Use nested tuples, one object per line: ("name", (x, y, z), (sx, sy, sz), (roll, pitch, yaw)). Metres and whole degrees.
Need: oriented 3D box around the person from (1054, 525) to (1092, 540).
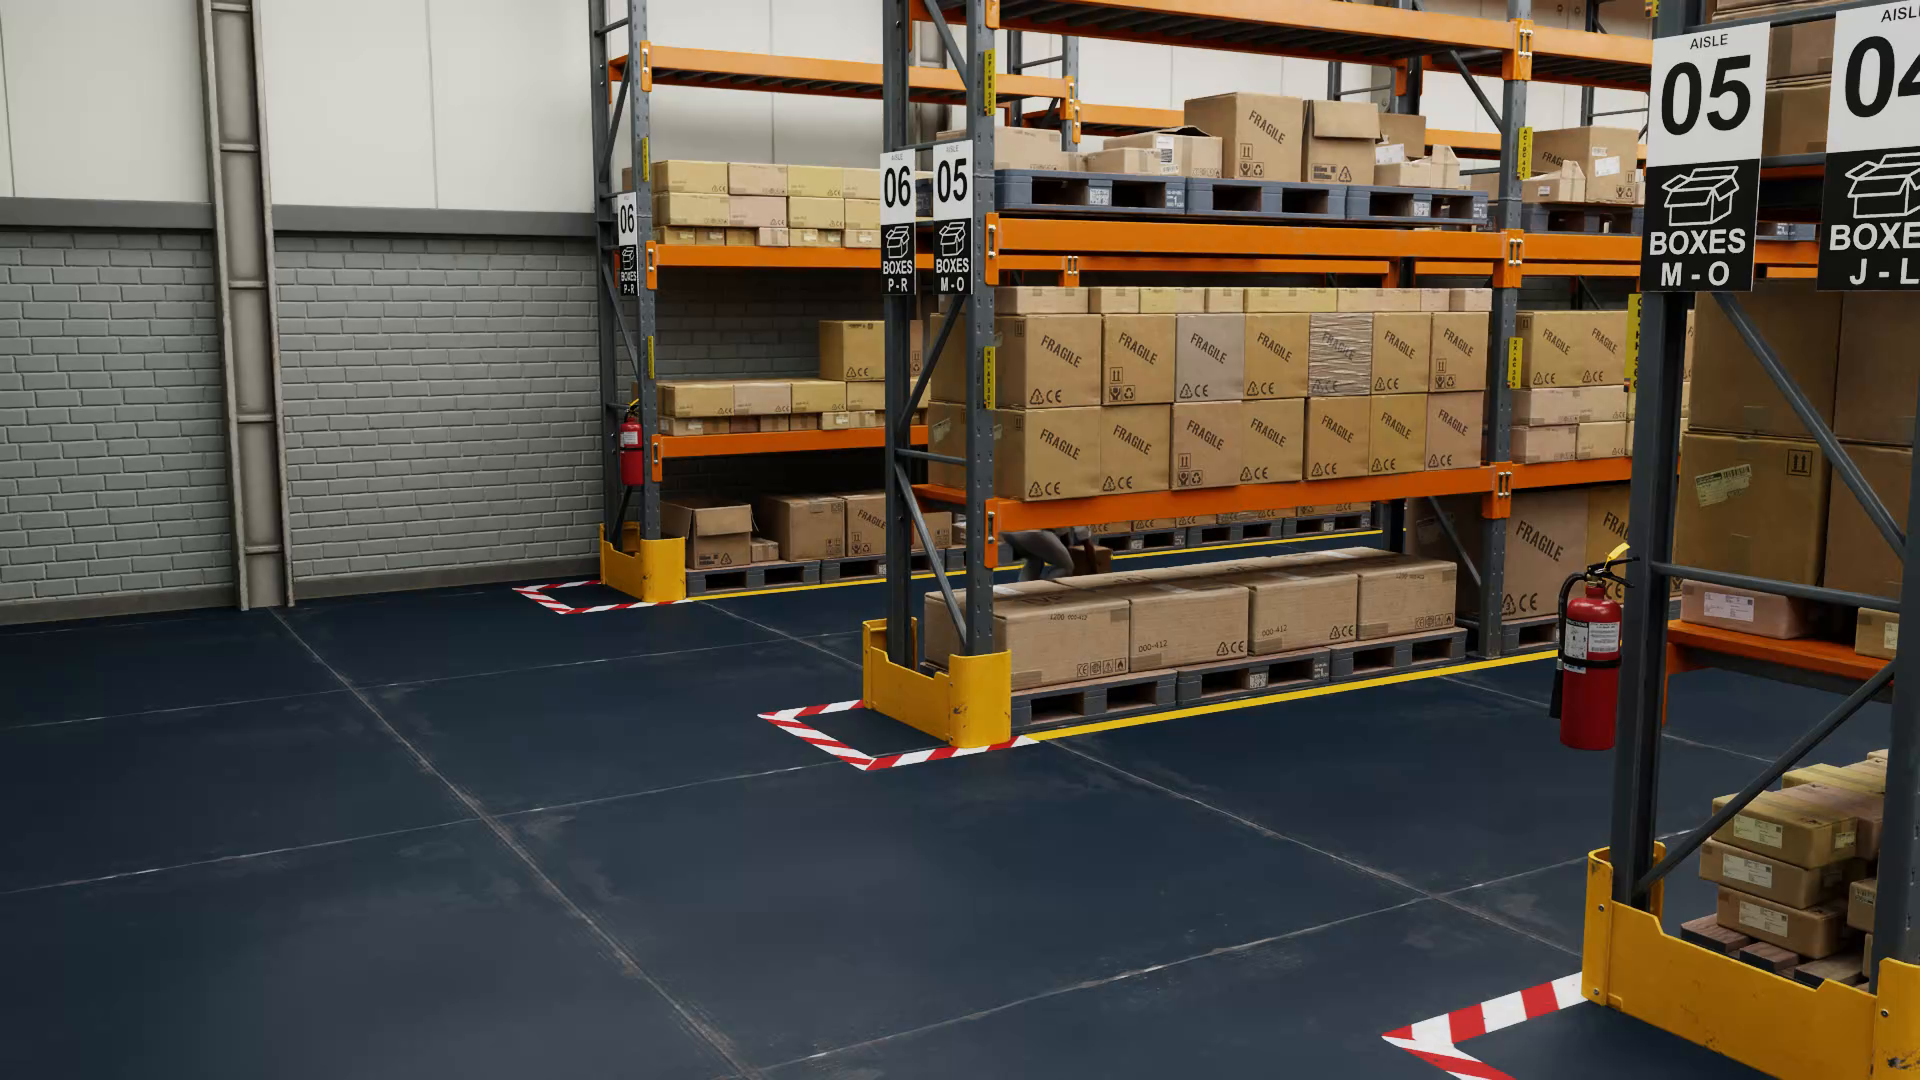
("person", (0.773, 0.063, 12.664), (0.800, 1.015, 0.407), (-6, 10, -34))
